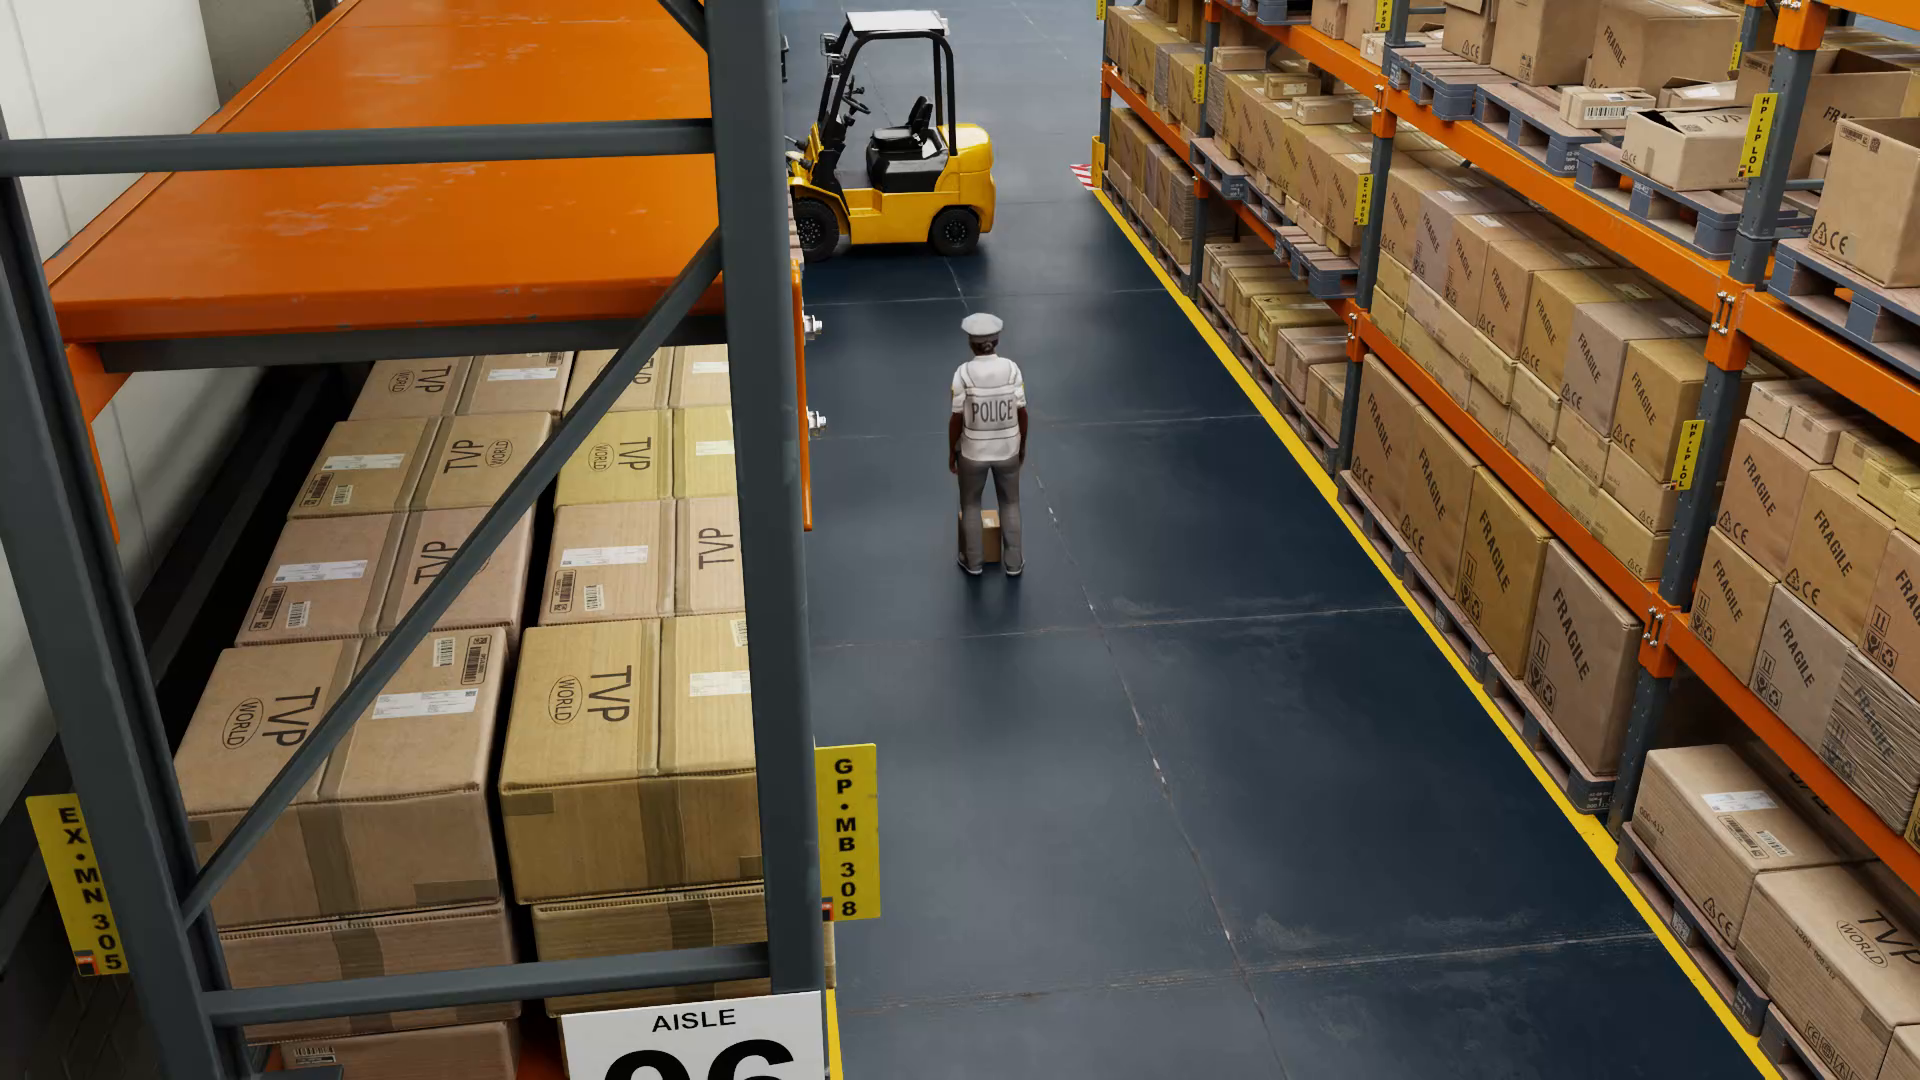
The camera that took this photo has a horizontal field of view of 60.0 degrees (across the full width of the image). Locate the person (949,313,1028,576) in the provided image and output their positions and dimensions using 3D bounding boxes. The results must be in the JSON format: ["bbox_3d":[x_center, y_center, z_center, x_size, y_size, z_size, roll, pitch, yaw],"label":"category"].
[{"bbox_3d":[0.173,-0.547,10.152,0.512,1.656,0.426,-5,28,-9],"label":"person"}]
